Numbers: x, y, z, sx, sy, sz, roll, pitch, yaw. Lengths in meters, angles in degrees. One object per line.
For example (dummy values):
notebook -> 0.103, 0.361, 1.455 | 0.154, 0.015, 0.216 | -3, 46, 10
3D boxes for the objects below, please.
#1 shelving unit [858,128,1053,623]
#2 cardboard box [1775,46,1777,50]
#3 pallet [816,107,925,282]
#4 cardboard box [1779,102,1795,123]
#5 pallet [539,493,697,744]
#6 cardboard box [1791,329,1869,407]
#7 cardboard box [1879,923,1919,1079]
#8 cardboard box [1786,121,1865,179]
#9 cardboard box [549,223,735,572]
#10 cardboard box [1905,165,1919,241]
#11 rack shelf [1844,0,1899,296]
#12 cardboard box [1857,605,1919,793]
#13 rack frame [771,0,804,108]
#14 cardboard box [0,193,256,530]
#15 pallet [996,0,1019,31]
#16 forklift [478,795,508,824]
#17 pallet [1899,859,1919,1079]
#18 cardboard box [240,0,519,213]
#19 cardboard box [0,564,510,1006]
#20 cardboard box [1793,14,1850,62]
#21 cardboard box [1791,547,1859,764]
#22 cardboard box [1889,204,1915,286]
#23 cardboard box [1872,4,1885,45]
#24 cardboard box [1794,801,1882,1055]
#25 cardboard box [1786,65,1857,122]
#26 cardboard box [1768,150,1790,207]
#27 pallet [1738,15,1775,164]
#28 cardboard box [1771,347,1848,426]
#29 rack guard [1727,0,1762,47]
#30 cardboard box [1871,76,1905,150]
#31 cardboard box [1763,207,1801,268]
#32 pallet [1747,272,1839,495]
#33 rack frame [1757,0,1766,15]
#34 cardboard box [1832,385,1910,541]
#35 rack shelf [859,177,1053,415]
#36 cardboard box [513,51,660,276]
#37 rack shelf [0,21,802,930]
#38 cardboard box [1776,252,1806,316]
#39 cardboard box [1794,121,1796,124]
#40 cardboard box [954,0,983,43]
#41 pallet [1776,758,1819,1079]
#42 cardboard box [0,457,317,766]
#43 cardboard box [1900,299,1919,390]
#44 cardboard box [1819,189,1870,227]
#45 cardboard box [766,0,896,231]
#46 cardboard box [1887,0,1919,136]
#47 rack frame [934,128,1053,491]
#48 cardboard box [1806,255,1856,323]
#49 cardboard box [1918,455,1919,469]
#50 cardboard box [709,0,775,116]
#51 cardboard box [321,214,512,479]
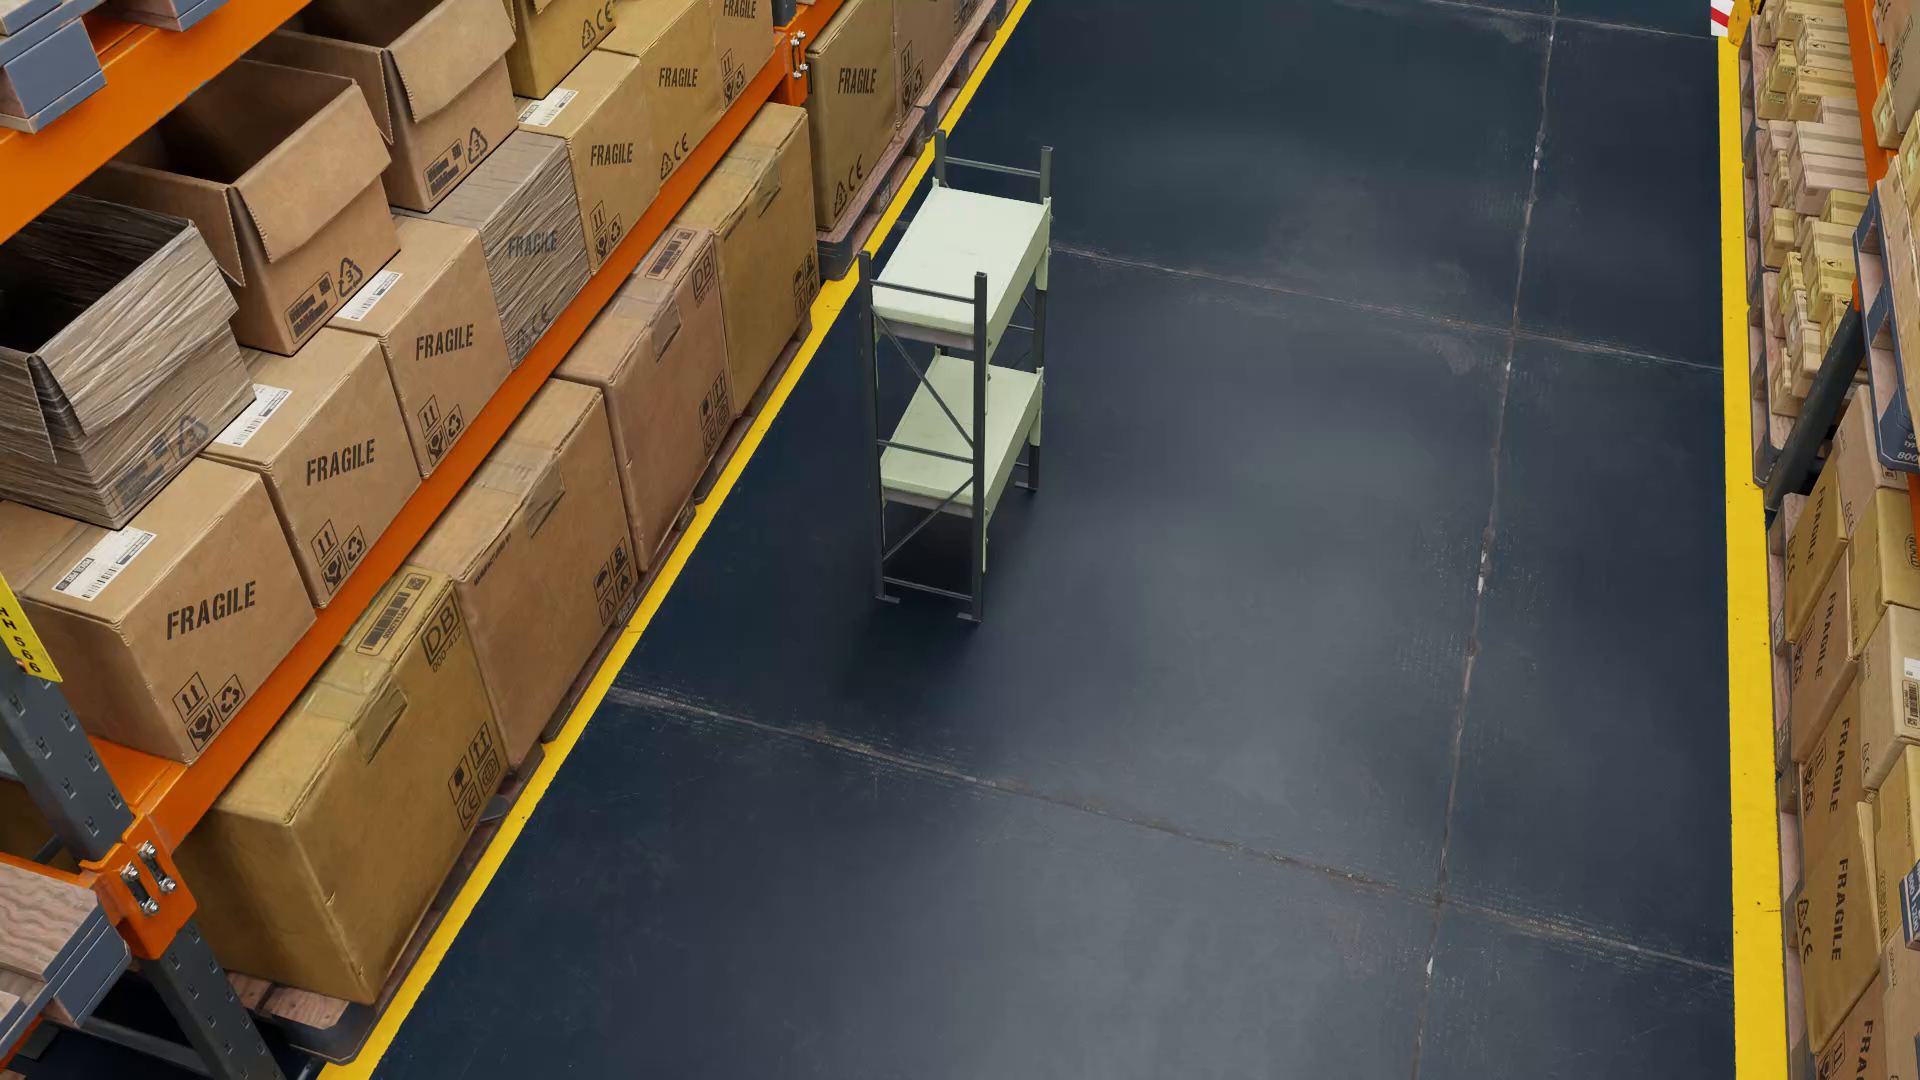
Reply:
shelving unit -> -0.002, -0.532, 5.721 | 0.431, 1.500, 0.755 | 13, 46, 12
cardboard box -> 4.317, -2.442, 8.338 | 0.380, 0.149, 0.250 | 12, 46, 12
pallet -> -0.821, -1.729, 7.866 | 1.003, 0.211, 1.213 | 13, 46, 13
cardboard box -> 4.080, -1.937, 7.823 | 0.380, 0.149, 0.250 | 13, 46, 13
pallet -> -1.655, 0.108, 5.989 | 1.003, 0.211, 1.213 | 13, 46, 13
cardboard box -> 3.363, -0.632, 6.277 | 0.380, 0.149, 0.250 | 13, 46, 13
cardboard box -> 2.459, 1.174, 3.857 | 0.500, 0.250, 0.500 | 13, 46, 13
cardboard box -> 3.755, -1.638, 7.092 | 0.380, 0.149, 0.250 | 11, 45, 11
cardboard box -> -1.571, -0.599, 5.937 | 1.225, 0.875, 0.875 | 11, 45, 11
cardboard box -> 2.936, -0.946, 4.738 | 0.380, 0.149, 0.250 | 12, 46, 12
rack shelf -> 4.176, -2.193, 6.861 | 1.077, 0.370, 4.000 | 13, 46, 13
cardboard box -> 2.777, 0.489, 4.556 | 0.500, 0.250, 0.500 | 14, 46, 14
rack frame -> -1.126, -2.235, 6.390 | 1.000, 3.000, 0.127 | 13, 46, 13
cardboard box -> -2.100, -0.447, 3.774 | 0.797, 0.503, 0.637 | 14, 46, 14
pallet -> -0.082, -3.355, 9.528 | 1.003, 0.211, 1.213 | 13, 46, 13
forklift -> -2.918, -0.215, 4.374 | 3.031, 2.935, 1.130 | -3, 44, -3
pallet -> 2.473, 1.120, 3.098 | 1.213, 0.211, 1.003 | 13, 46, 13
cardboard box -> -1.704, -1.329, 4.675 | 0.797, 0.503, 0.637 | 14, 46, 14
cardboard box -> -2.108, 0.585, 4.727 | 1.225, 0.875, 0.875 | 11, 45, 11
cardboard box -> 4.136, -2.317, 7.786 | 0.380, 0.149, 0.250 | 10, 45, 11
cardboard box -> 2.935, 0.415, 5.168 | 0.500, 0.500, 0.500 | 14, 46, 14
cardboard box -> 2.934, -0.826, 4.829 | 0.380, 0.149, 0.250 | 13, 46, 13
cardboard box -> 3.701, -1.982, 6.310 | 0.380, 0.149, 0.250 | 11, 45, 11
cardboard box -> 2.615, 1.097, 4.471 | 0.500, 0.500, 0.500 | 11, 45, 11
cardboard box -> 3.920, -1.969, 7.430 | 0.380, 0.149, 0.250 | 13, 46, 13
cardboard box -> 3.862, -1.599, 7.478 | 0.380, 0.149, 0.250 | 13, 46, 13
pallet -> 4.479, -2.202, 8.350 | 1.003, 0.211, 1.213 | 13, 46, 13
cardboard box -> 3.365, -0.582, 6.438 | 0.380, 0.149, 0.250 | 13, 46, 13
rack guard -> 4.759, -2.840, 8.794 | 1.175, 0.500, 0.348 | 13, 46, 13
cardboard box -> 3.408, -1.462, 5.779 | 0.380, 0.149, 0.250 | 11, 46, 11
cardboard box -> 3.678, -1.272, 7.143 | 0.380, 0.149, 0.250 | 12, 46, 12
pallet -> 3.740, -0.576, 6.688 | 1.003, 0.211, 1.213 | 13, 46, 13
rack frame -> 4.782, -3.784, 7.972 | 1.000, 3.000, 0.127 | 13, 46, 13
cardboard box -> 3.095, -0.205, 5.266 | 0.500, 0.250, 0.500 | 11, 45, 11
rack shelf -> -0.002, -0.811, 5.448 | 0.431, 0.370, 0.720 | 13, 46, 12
cardboard box -> -1.315, -1.223, 5.284 | 0.500, 0.500, 0.500 | 12, 46, 12
rack shelf -> -1.732, -0.645, 5.279 | 1.077, 0.370, 4.000 | 13, 46, 13
cardboard box -> 3.497, -0.998, 6.650 | 0.380, 0.149, 0.250 | 11, 45, 11
cardboard box -> 4.081, -2.029, 7.704 | 0.380, 0.149, 0.250 | 11, 45, 11
cardboard box -> -0.308, -3.242, 8.637 | 0.875, 0.875, 0.875 | 13, 46, 13
pallet -> 2.968, 1.214, 4.858 | 1.003, 0.211, 1.213 | 13, 46, 13
cardboard box -> -1.931, 0.129, 3.902 | 0.500, 0.500, 0.500 | 14, 46, 14
cardboard box -> 2.778, -0.494, 4.489 | 0.380, 0.149, 0.250 | 13, 46, 13
cardboard box -> 3.691, -1.256, 6.702 | 0.380, 0.149, 0.250 | 14, 46, 14
cardboard box -> -0.850, -2.049, 7.418 | 0.875, 0.875, 0.875 | 13, 46, 13
cardboard box -> 3.448, -1.642, 5.499 | 0.500, 0.500, 0.500 | 13, 46, 13
rack frame -> 0.109, -0.776, 5.970 | 0.400, 1.500, 0.023 | 13, 46, 12
cardboard box -> 3.470, -0.932, 6.371 | 0.380, 0.149, 0.250 | 13, 46, 13
cardboard box -> 2.622, -0.141, 4.129 | 0.380, 0.149, 0.250 | 12, 46, 12
cardboard box -> -1.007, -1.901, 5.977 | 0.500, 0.500, 0.500 | 13, 46, 13
cardboard box -> -1.625, -0.558, 4.604 | 0.500, 0.500, 0.500 | 12, 46, 12
